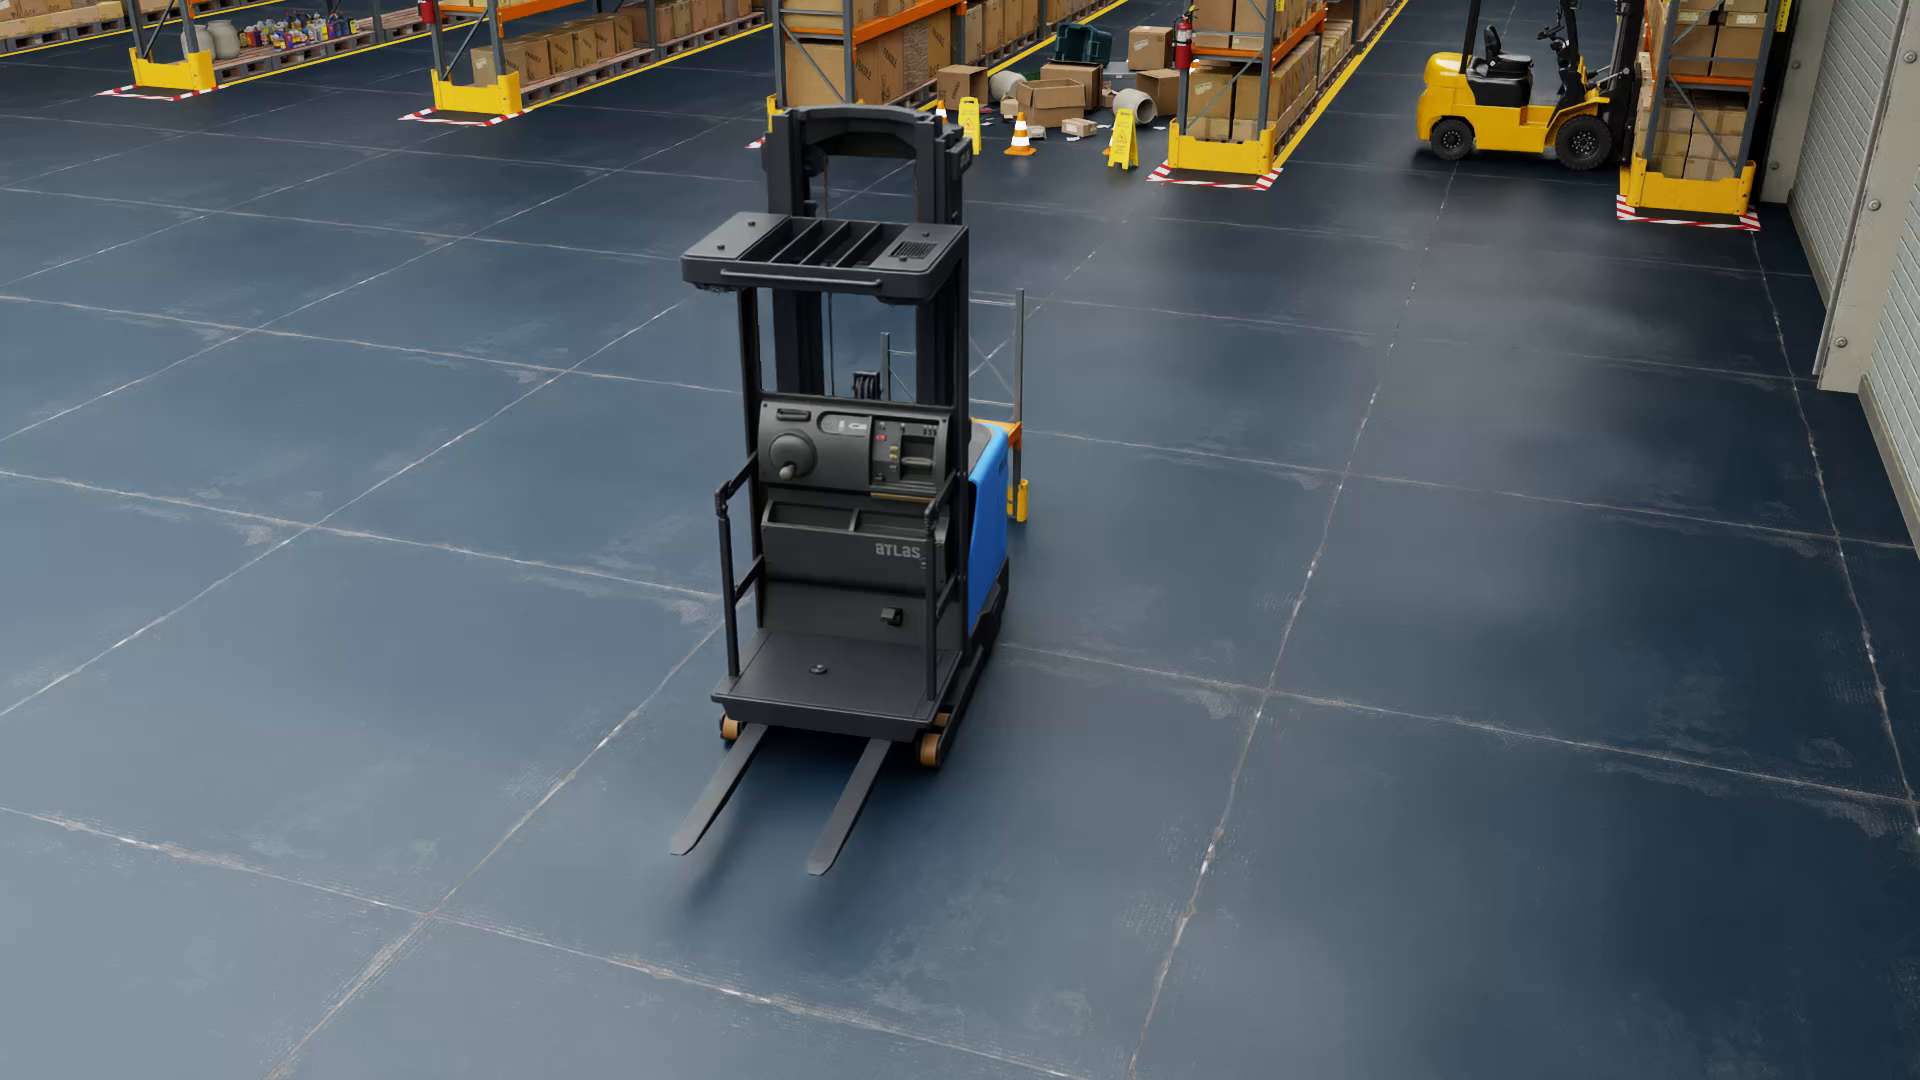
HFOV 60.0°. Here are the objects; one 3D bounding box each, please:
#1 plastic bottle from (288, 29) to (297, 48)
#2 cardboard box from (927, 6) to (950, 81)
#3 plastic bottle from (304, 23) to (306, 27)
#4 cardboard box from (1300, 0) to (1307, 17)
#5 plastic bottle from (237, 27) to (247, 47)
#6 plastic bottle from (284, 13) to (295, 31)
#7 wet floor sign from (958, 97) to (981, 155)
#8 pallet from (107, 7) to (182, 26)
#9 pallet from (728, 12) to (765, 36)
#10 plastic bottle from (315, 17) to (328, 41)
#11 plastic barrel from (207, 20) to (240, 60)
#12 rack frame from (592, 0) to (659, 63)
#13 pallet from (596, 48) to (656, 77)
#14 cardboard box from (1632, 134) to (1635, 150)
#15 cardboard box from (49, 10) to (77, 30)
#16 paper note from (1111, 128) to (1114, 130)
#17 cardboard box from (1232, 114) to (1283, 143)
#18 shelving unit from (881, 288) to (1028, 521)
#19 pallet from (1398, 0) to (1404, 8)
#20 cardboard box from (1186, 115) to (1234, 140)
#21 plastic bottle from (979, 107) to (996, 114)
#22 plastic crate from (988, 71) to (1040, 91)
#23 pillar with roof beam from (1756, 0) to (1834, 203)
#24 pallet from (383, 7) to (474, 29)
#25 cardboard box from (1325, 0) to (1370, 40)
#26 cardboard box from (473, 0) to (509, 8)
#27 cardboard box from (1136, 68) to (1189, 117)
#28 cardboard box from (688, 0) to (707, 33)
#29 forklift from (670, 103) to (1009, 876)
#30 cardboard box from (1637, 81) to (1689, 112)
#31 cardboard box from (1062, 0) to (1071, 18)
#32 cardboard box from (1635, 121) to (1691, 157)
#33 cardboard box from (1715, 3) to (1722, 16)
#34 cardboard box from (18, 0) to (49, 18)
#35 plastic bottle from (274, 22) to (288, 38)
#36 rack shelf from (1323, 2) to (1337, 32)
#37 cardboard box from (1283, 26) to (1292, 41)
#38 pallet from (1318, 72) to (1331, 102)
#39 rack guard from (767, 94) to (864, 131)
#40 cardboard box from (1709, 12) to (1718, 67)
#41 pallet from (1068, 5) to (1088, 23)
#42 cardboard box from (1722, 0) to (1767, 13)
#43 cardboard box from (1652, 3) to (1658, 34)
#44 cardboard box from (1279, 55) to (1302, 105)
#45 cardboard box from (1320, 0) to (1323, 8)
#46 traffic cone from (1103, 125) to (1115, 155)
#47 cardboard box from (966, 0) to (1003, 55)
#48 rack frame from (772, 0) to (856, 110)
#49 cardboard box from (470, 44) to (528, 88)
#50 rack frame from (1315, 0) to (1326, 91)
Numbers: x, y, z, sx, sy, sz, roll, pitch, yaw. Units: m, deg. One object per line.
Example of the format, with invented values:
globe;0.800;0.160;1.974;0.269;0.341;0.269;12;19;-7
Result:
plastic bottle;-10.052;-7.549;25.026;0.097;0.271;0.097;0;26;0
cardboard box;-0.693;-6.888;22.989;0.875;0.875;0.875;9;27;18
plastic bottle;-10.005;-7.789;25.506;0.061;0.283;0.133;9;27;17
cardboard box;3.871;-6.549;19.879;0.500;0.500;0.500;8;27;16
plastic bottle;-10.844;-7.583;25.081;0.061;0.283;0.133;9;27;19
plastic bottle;-10.455;-8.039;25.946;0.144;0.351;0.185;8;27;15
wet floor sign;0.108;-4.901;19.631;0.267;0.644;0.232;4;26;8
pallet;-14.194;-9.155;28.917;1.003;0.211;1.213;9;27;17
pallet;-3.992;-8.732;28.042;1.003;0.211;1.213;9;27;17
plastic bottle;-9.846;-7.870;25.597;0.144;0.351;0.185;9;27;17
plastic barrel;-10.750;-7.295;24.248;0.421;0.512;0.421;0;26;0
rack frame;-5.062;-8.664;24.702;1.000;3.000;0.127;9;27;17
pallet;-5.252;-7.128;24.729;1.003;0.211;1.213;9;27;17
cardboard box;7.842;-4.462;18.698;0.500;0.250;0.500;9;27;18
cardboard box;-14.679;-8.420;26.871;0.500;0.250;0.500;9;27;17
paper note;1.934;-5.180;20.937;0.032;0.001;0.123;9;27;17
cardboard box;3.482;-4.826;19.448;0.500;0.250;0.500;9;27;17
shelving unit;-0.025;-0.644;9.860;0.587;1.500;1.083;9;27;17
pallet;7.677;-10.064;30.793;1.003;0.211;1.213;9;27;17
cardboard box;2.976;-4.916;19.634;0.500;0.250;0.500;9;27;17
plastic bottle;0.325;-5.634;21.817;0.283;0.061;0.133;0;26;-1
plastic crate;0.760;-6.402;23.191;0.662;0.188;0.450;-20;23;-36
pillar with roof beam;4.656;-8.345;17.159;9.100;9.000;0.400;9;27;17
pallet;-9.103;-8.959;28.510;1.003;0.211;1.213;9;27;17
cardboard box;5.923;-8.375;26.062;0.875;0.875;0.875;8;27;17
cardboard box;-6.073;-6.990;21.532;0.380;0.149;0.250;9;27;17
cardboard box;2.644;-5.860;21.776;0.500;0.500;0.500;-14;29;-27
cardboard box;-4.475;-8.409;26.540;0.700;0.500;0.500;6;27;13
forklift;-0.556;-0.408;7.729;1.130;2.935;3.031;6;26;12
cardboard box;7.816;-4.920;18.496;0.500;0.250;0.500;9;27;18
cardboard box;1.553;-9.072;27.931;0.500;0.500;0.500;9;27;18
cardboard box;7.502;-4.287;17.761;0.500;0.250;0.500;8;27;17
cardboard box;8.105;-5.517;17.344;0.380;0.149;0.250;8;27;17
cardboard box;-14.843;-8.551;26.283;0.500;0.500;0.500;9;27;17
plastic bottle;-10.449;-7.819;25.578;0.152;0.276;0.135;9;27;17
rack shelf;4.949;-7.725;23.588;1.077;0.370;4.000;9;27;17
cardboard box;3.624;-5.880;19.241;0.380;0.149;0.250;9;27;18
pallet;4.541;-6.292;23.003;1.003;0.211;1.213;9;27;17
rack guard;-1.757;-5.124;20.260;1.175;0.500;0.348;9;27;17
cardboard box;8.214;-5.290;17.620;0.500;0.500;0.500;10;27;19
pallet;1.582;-9.112;28.828;1.003;0.211;1.213;9;27;17
cardboard box;7.948;-5.443;16.849;0.380;0.149;0.250;8;27;16
cardboard box;8.247;-5.984;19.053;0.500;0.500;0.500;8;27;17
cardboard box;3.834;-5.594;20.174;0.500;0.500;0.500;9;27;18
cardboard box;4.464;-6.937;21.425;0.380;0.149;0.250;8;27;17
traffic cone;1.879;-4.805;19.643;0.336;0.463;0.334;9;27;17
cardboard box;0.028;-7.744;24.901;1.050;0.750;0.750;9;27;17
rack frame;-1.749;-6.259;19.736;1.000;3.000;0.127;9;27;17
cardboard box;-6.169;-6.338;22.285;0.500;0.500;0.500;14;29;27
rack frame;4.284;-7.227;21.734;1.000;3.000;0.127;9;27;17
